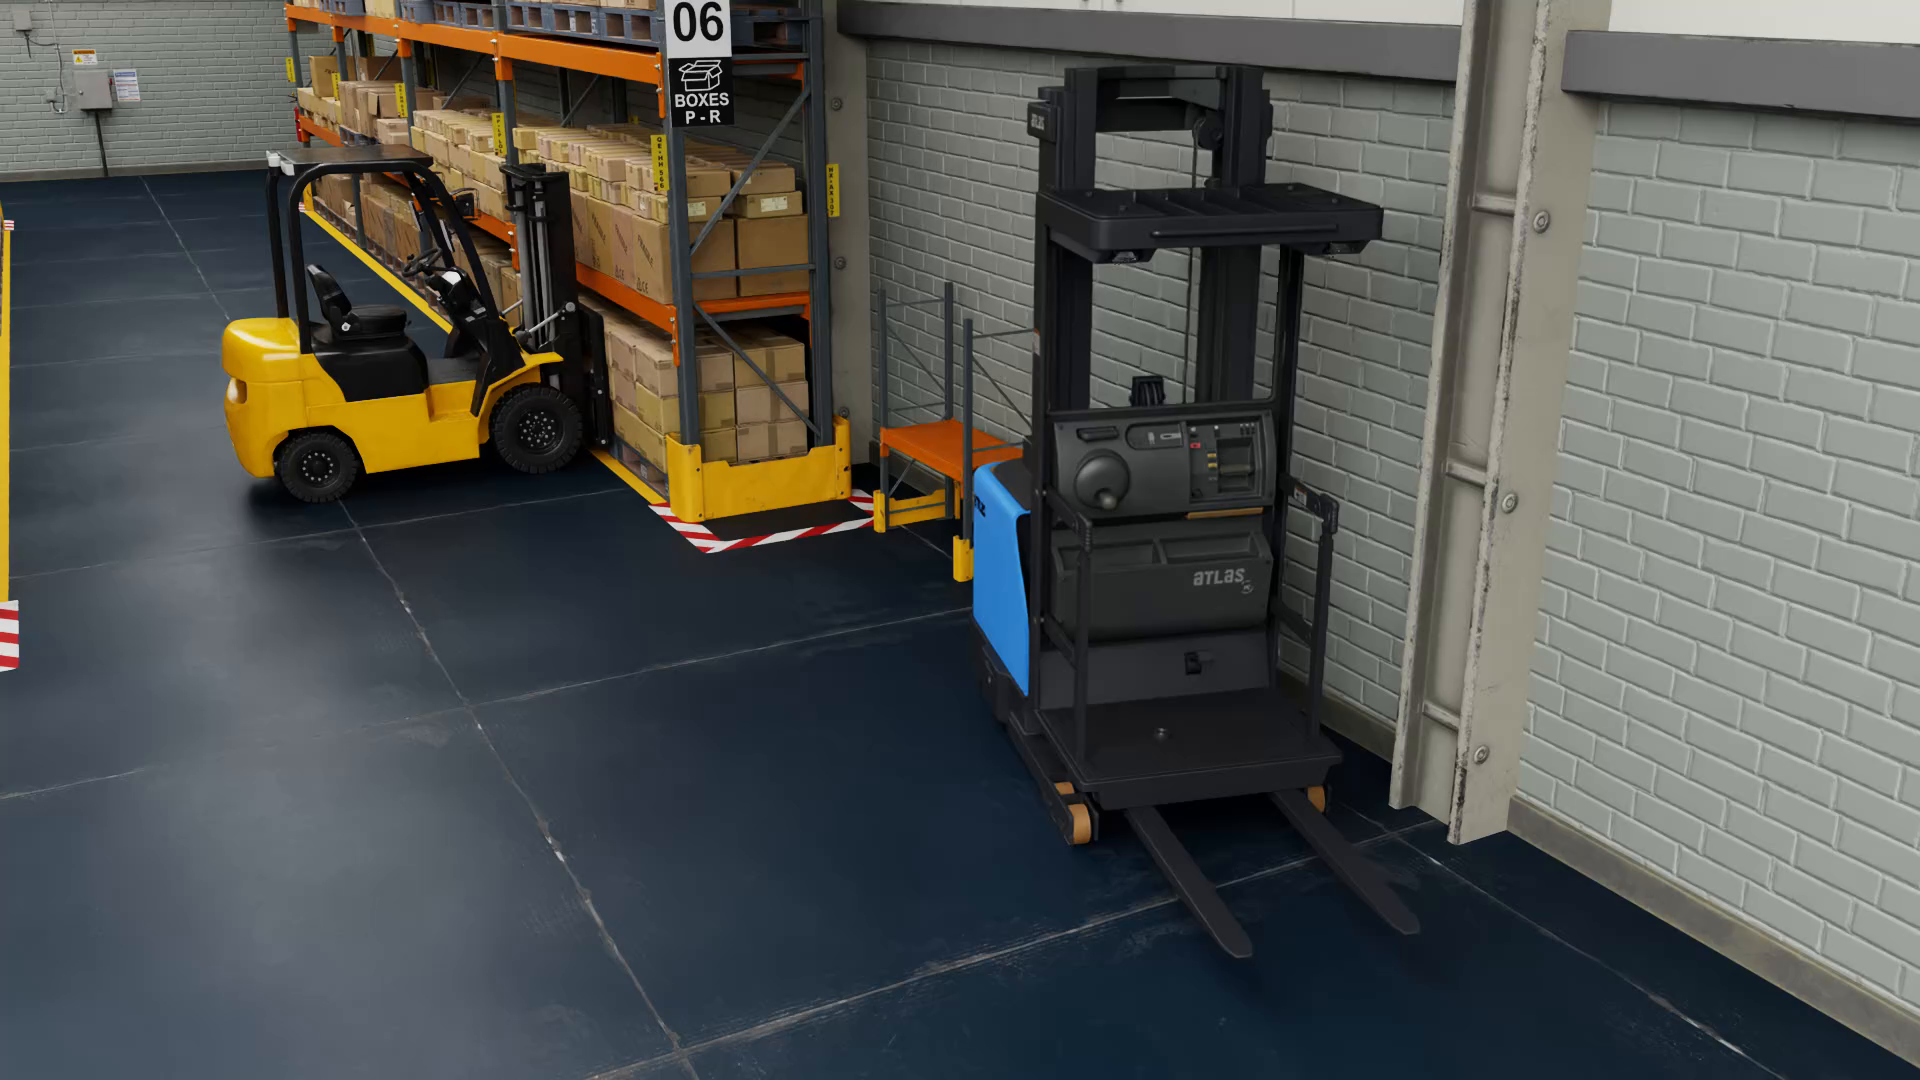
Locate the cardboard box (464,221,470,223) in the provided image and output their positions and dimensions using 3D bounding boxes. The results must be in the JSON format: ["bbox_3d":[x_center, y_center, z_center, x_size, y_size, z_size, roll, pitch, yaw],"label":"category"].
[{"bbox_3d":[-5.051,-3.145,17.834,0.500,0.500,0.500,-9,21,-25],"label":"cardboard box"}]

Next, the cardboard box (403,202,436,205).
[{"bbox_3d":[-5.883,-3.628,18.241,0.380,0.149,0.250,-9,21,-25],"label":"cardboard box"}]

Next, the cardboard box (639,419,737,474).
[{"bbox_3d":[-1.800,-0.651,10.992,0.500,0.250,0.500,-10,21,-26],"label":"cardboard box"}]

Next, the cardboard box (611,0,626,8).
[{"bbox_3d":[-1.959,-3.402,10.383,0.380,0.149,0.250,-11,22,-28],"label":"cardboard box"}]

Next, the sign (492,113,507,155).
[{"bbox_3d":[-3.671,-3.238,13.263,0.100,0.325,0.005,-10,21,-27],"label":"sign"}]

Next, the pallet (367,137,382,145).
[{"bbox_3d":[-6.025,-4.430,18.665,1.003,0.211,1.213,-10,21,-27],"label":"pallet"}]

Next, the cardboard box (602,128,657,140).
[{"bbox_3d":[-2.560,-3.112,12.948,0.380,0.149,0.250,-10,22,-27],"label":"cardboard box"}]

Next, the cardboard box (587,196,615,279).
[{"bbox_3d":[-2.245,-2.112,11.500,0.500,0.500,0.500,-10,22,-28],"label":"cardboard box"}]

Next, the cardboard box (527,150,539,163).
[{"bbox_3d":[-3.154,-2.962,12.970,0.380,0.149,0.250,-9,21,-25],"label":"cardboard box"}]

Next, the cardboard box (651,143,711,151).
[{"bbox_3d":[-1.979,-2.739,11.867,0.380,0.149,0.250,-10,21,-26],"label":"cardboard box"}]

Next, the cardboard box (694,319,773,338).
[{"bbox_3d":[-1.601,-1.348,11.479,0.500,0.250,0.500,-10,21,-27],"label":"cardboard box"}]

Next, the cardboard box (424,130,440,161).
[{"bbox_3d":[-4.865,-3.820,16.065,0.500,0.250,0.500,-9,21,-25],"label":"cardboard box"}]

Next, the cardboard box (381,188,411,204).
[{"bbox_3d":[-6.501,-3.997,19.311,0.380,0.149,0.250,-10,21,-27],"label":"cardboard box"}]

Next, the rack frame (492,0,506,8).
[{"bbox_3d":[-3.198,-5.651,12.712,1.000,3.000,0.127,-10,21,-27],"label":"rack frame"}]

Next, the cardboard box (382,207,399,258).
[{"bbox_3d":[-6.230,-3.510,18.892,0.500,0.500,0.500,-11,22,-29],"label":"cardboard box"}]

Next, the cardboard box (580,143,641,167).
[{"bbox_3d":[-2.492,-2.746,11.886,0.380,0.149,0.250,-10,21,-26],"label":"cardboard box"}]

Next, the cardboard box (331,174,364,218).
[{"bbox_3d":[-7.825,-4.537,21.869,0.700,0.500,0.500,-11,22,-29],"label":"cardboard box"}]

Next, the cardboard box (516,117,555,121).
[{"bbox_3d":[-4.047,-3.908,15.711,0.380,0.149,0.250,-10,22,-28],"label":"cardboard box"}]

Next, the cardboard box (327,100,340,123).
[{"bbox_3d":[-7.704,-5.431,21.046,0.500,0.250,0.500,-10,21,-26],"label":"cardboard box"}]

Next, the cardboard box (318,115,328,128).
[{"bbox_3d":[-8.271,-5.554,22.014,0.380,0.149,0.250,-9,21,-25],"label":"cardboard box"}]

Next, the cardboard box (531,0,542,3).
[{"bbox_3d":[-2.887,-3.963,12.008,0.380,0.149,0.250,-9,21,-25],"label":"cardboard box"}]

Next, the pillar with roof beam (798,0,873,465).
[{"bbox_3d":[-4.625,-4.175,8.436,9.100,9.000,0.400,-10,21,-27],"label":"pillar with roof beam"}]

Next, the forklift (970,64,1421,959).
[{"bbox_3d":[0.886,-0.307,6.529,1.130,2.935,3.031,-4,20,-13],"label":"forklift"}]

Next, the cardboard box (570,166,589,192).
[{"bbox_3d":[-2.561,-2.590,11.890,0.380,0.149,0.250,-10,22,-28],"label":"cardboard box"}]

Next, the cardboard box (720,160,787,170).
[{"bbox_3d":[-1.341,-2.377,10.817,0.380,0.149,0.250,-9,21,-25],"label":"cardboard box"}]

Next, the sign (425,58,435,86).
[{"bbox_3d":[-6.510,-5.746,20.409,0.100,0.325,0.005,-10,21,-27],"label":"sign"}]

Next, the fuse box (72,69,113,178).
[{"bbox_3d":[-14.043,-6.779,27.155,0.539,1.711,0.414,-10,21,-27],"label":"fuse box"}]

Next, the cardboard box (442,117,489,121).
[{"bbox_3d":[-4.652,-3.893,15.668,0.380,0.149,0.250,-10,21,-26],"label":"cardboard box"}]

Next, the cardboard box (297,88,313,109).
[{"bbox_3d":[-8.918,-6.157,23.151,0.500,0.250,0.500,-10,21,-26],"label":"cardboard box"}]

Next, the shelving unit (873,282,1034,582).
[{"bbox_3d":[-0.017,-0.670,9.774,0.587,1.500,1.083,-11,22,-28],"label":"shelving unit"}]

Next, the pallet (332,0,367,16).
[{"bbox_3d":[-6.254,-5.945,18.452,1.213,0.211,1.003,-10,21,-27],"label":"pallet"}]

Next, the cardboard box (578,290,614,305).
[{"bbox_3d":[-2.764,-1.709,12.526,0.500,0.250,0.500,-9,21,-25],"label":"cardboard box"}]

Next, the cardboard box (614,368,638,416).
[{"bbox_3d":[-2.033,-1.039,11.348,0.500,0.250,0.500,-10,22,-27],"label":"cardboard box"}]

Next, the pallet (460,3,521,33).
[{"bbox_3d":[-3.628,-4.394,13.960,0.805,0.209,1.217,-11,22,-29],"label":"pallet"}]

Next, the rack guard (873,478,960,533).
[{"bbox_3d":[-0.266,-0.220,10.386,0.587,0.250,0.087,-11,22,-28],"label":"rack guard"}]

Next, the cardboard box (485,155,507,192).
[{"bbox_3d":[-3.656,-3.082,13.927,0.500,0.250,0.500,-10,22,-28],"label":"cardboard box"}]

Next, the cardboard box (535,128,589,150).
[{"bbox_3d":[-3.088,-3.114,12.952,0.380,0.149,0.250,-10,21,-26],"label":"cardboard box"}]

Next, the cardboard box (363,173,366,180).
[{"bbox_3d":[-7.007,-4.441,20.140,0.380,0.149,0.250,-10,22,-28],"label":"cardboard box"}]

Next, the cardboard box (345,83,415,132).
[{"bbox_3d":[-6.718,-5.035,19.328,0.700,0.500,0.500,-10,21,-26],"label":"cardboard box"}]

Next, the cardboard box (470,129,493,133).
[{"bbox_3d":[-4.075,-3.522,14.592,0.380,0.149,0.250,-11,22,-28],"label":"cardboard box"}]

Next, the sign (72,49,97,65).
[{"bbox_3d":[-14.190,-7.830,26.957,0.339,0.242,0.001,-10,21,-27],"label":"sign"}]

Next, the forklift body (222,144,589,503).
[{"bbox_3d":[-3.804,-1.527,11.260,2.313,2.155,1.214,-10,21,-27],"label":"forklift body"}]

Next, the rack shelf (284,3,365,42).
[{"bbox_3d":[-7.947,-6.764,21.638,1.077,0.370,4.000,-10,21,-27],"label":"rack shelf"}]

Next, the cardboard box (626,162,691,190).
[{"bbox_3d":[-1.947,-2.368,10.792,0.380,0.149,0.250,-9,21,-25],"label":"cardboard box"}]

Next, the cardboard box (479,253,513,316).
[{"bbox_3d":[-3.817,-2.263,15.088,0.875,0.625,0.625,-10,22,-27],"label":"cardboard box"}]

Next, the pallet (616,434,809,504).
[{"bbox_3d":[-1.698,-0.562,11.435,1.003,0.211,1.213,-10,21,-27],"label":"pallet"}]

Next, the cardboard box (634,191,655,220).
[{"bbox_3d":[-1.857,-2.145,10.603,0.380,0.149,0.250,-10,21,-26],"label":"cardboard box"}]

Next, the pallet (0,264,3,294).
[{"bbox_3d":[-10.931,-2.814,17.962,1.003,0.211,1.213,-10,21,-27],"label":"pallet"}]

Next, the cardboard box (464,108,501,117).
[{"bbox_3d":[-4.765,-4.255,16.716,0.380,0.149,0.250,-9,21,-25],"label":"cardboard box"}]

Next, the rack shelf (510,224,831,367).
[{"bbox_3d":[-2.248,-1.901,12.144,1.077,0.370,4.000,-10,21,-27],"label":"rack shelf"}]

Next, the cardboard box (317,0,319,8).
[{"bbox_3d":[-7.875,-6.770,20.939,0.380,0.149,0.250,-9,21,-25],"label":"cardboard box"}]

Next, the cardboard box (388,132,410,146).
[{"bbox_3d":[-5.747,-4.172,17.365,0.380,0.149,0.250,-10,21,-26],"label":"cardboard box"}]

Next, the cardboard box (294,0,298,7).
[{"bbox_3d":[-8.667,-7.196,22.175,0.380,0.149,0.250,-9,21,-25],"label":"cardboard box"}]

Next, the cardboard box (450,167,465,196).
[{"bbox_3d":[-4.372,-3.286,15.286,0.500,0.250,0.500,-9,21,-25],"label":"cardboard box"}]
